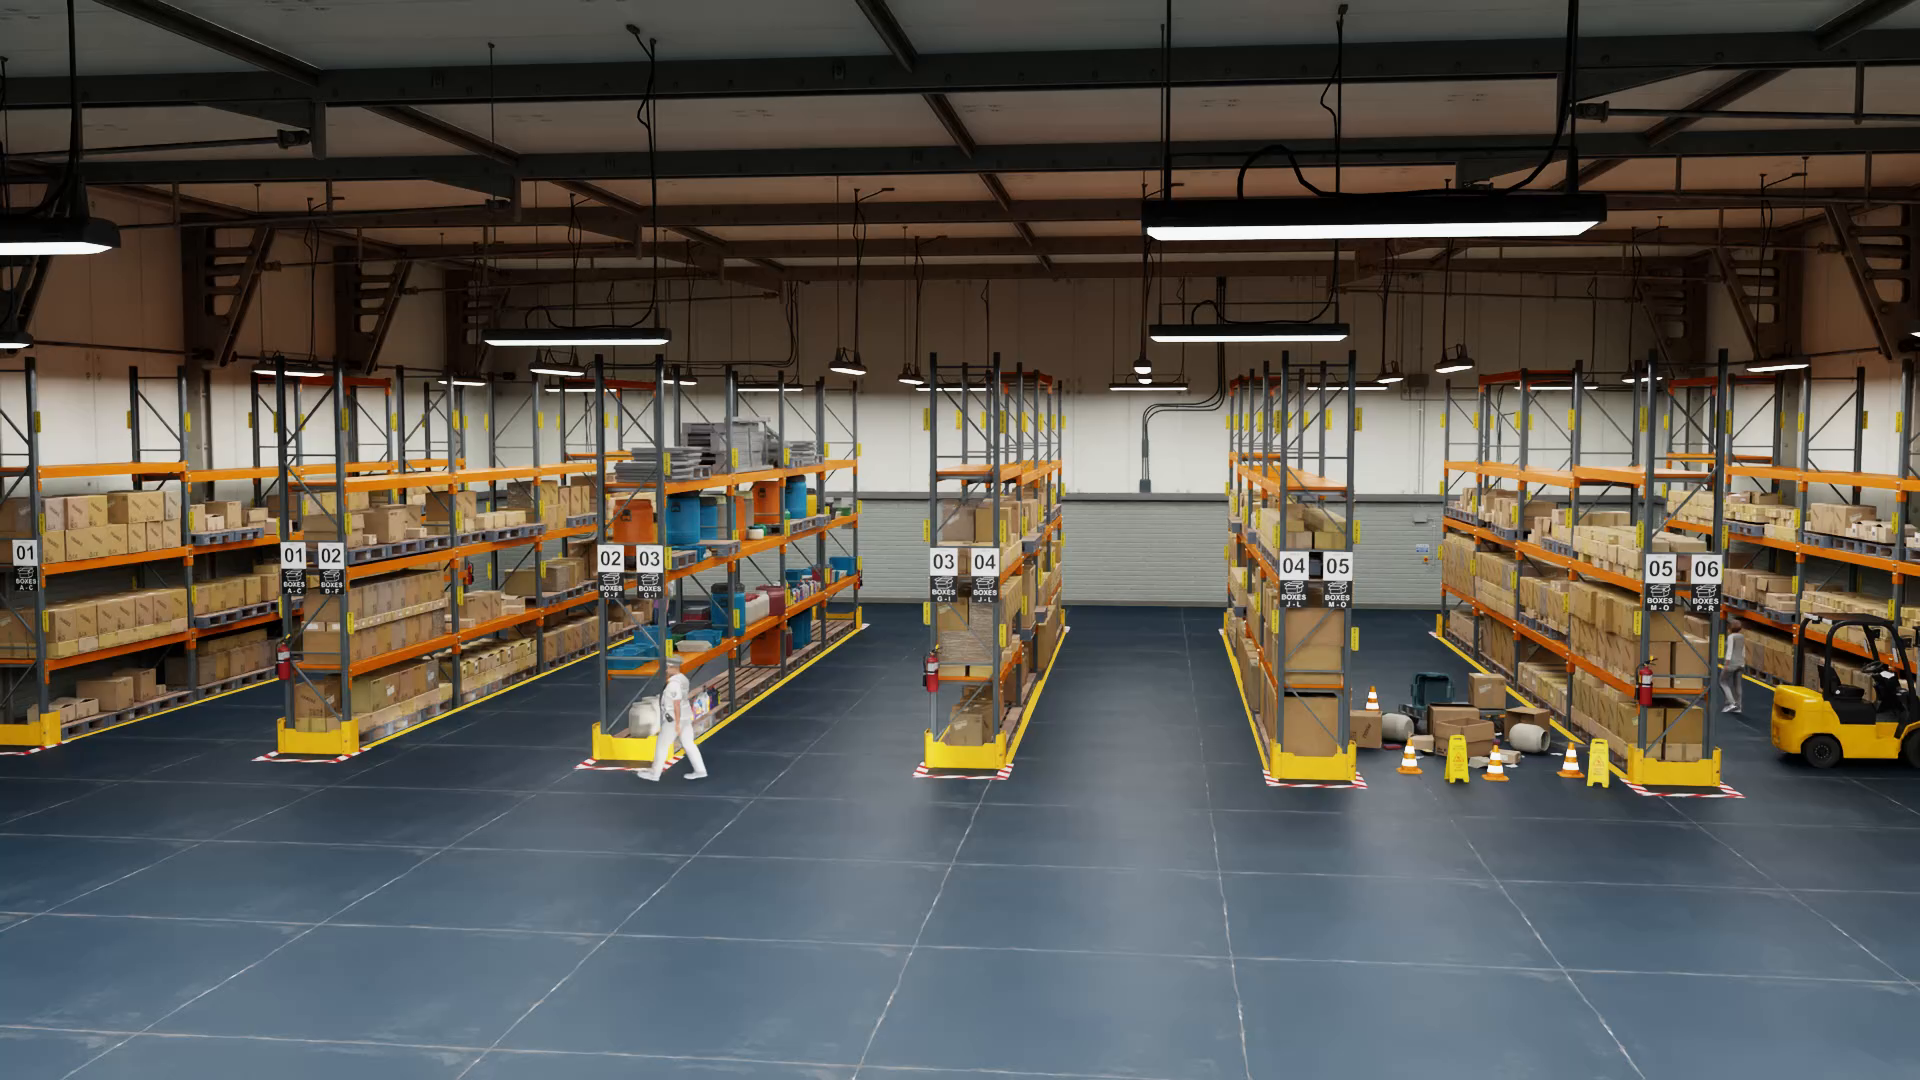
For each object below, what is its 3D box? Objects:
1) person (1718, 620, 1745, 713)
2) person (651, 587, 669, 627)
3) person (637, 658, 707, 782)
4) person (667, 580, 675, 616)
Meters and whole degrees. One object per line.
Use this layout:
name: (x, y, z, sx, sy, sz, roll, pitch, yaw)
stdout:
person: (13.351, 2.189, 28.672, 0.443, 1.621, 0.358, -2, 4, -22)
person: (-6.812, 1.537, 37.770, 0.442, 1.540, 0.972, 0, 4, 5)
person: (-4.013, 2.498, 23.231, 0.907, 1.717, 0.551, 1, 4, 16)
person: (-7.664, 1.063, 43.001, 0.562, 1.771, 0.720, -3, 5, -40)
